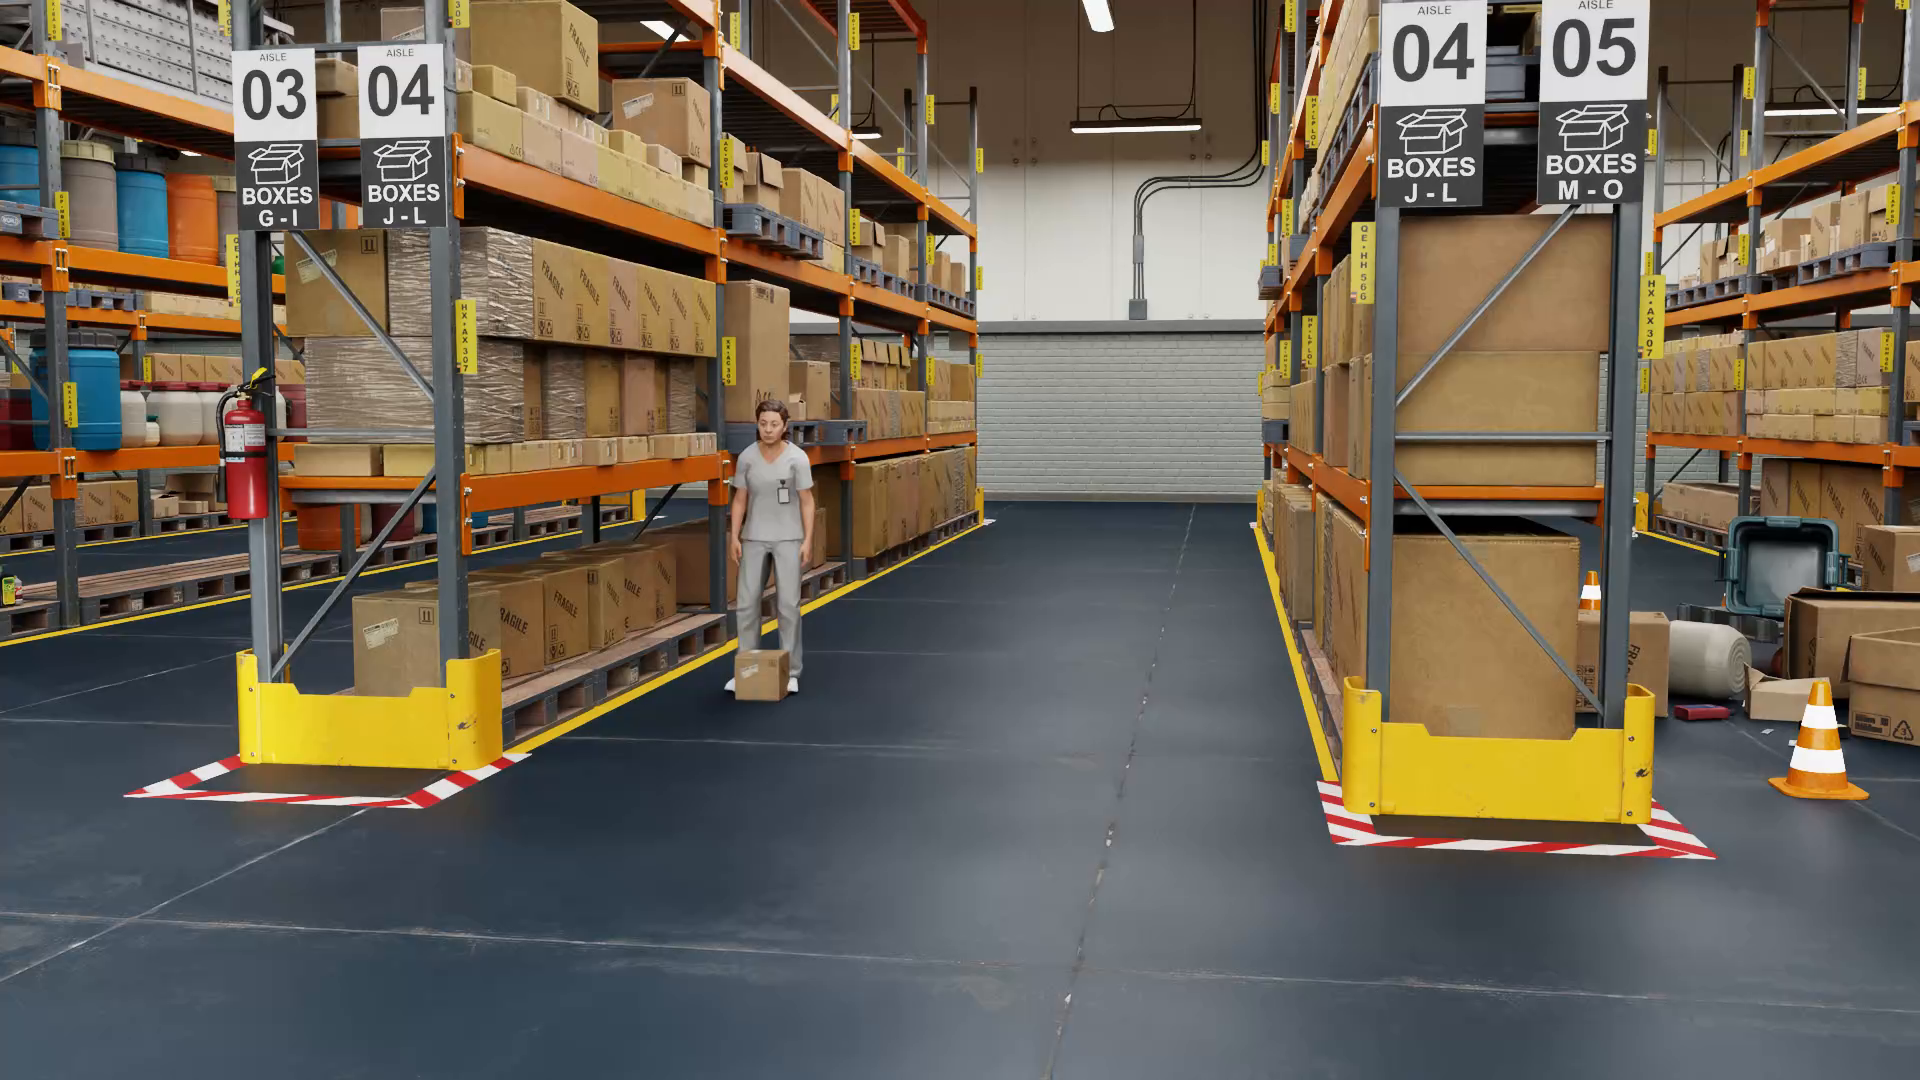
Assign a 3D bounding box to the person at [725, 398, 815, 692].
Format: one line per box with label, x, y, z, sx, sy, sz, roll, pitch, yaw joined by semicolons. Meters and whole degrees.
person;-1.081;0.030;9.508;0.495;1.668;0.364;0;5;6
